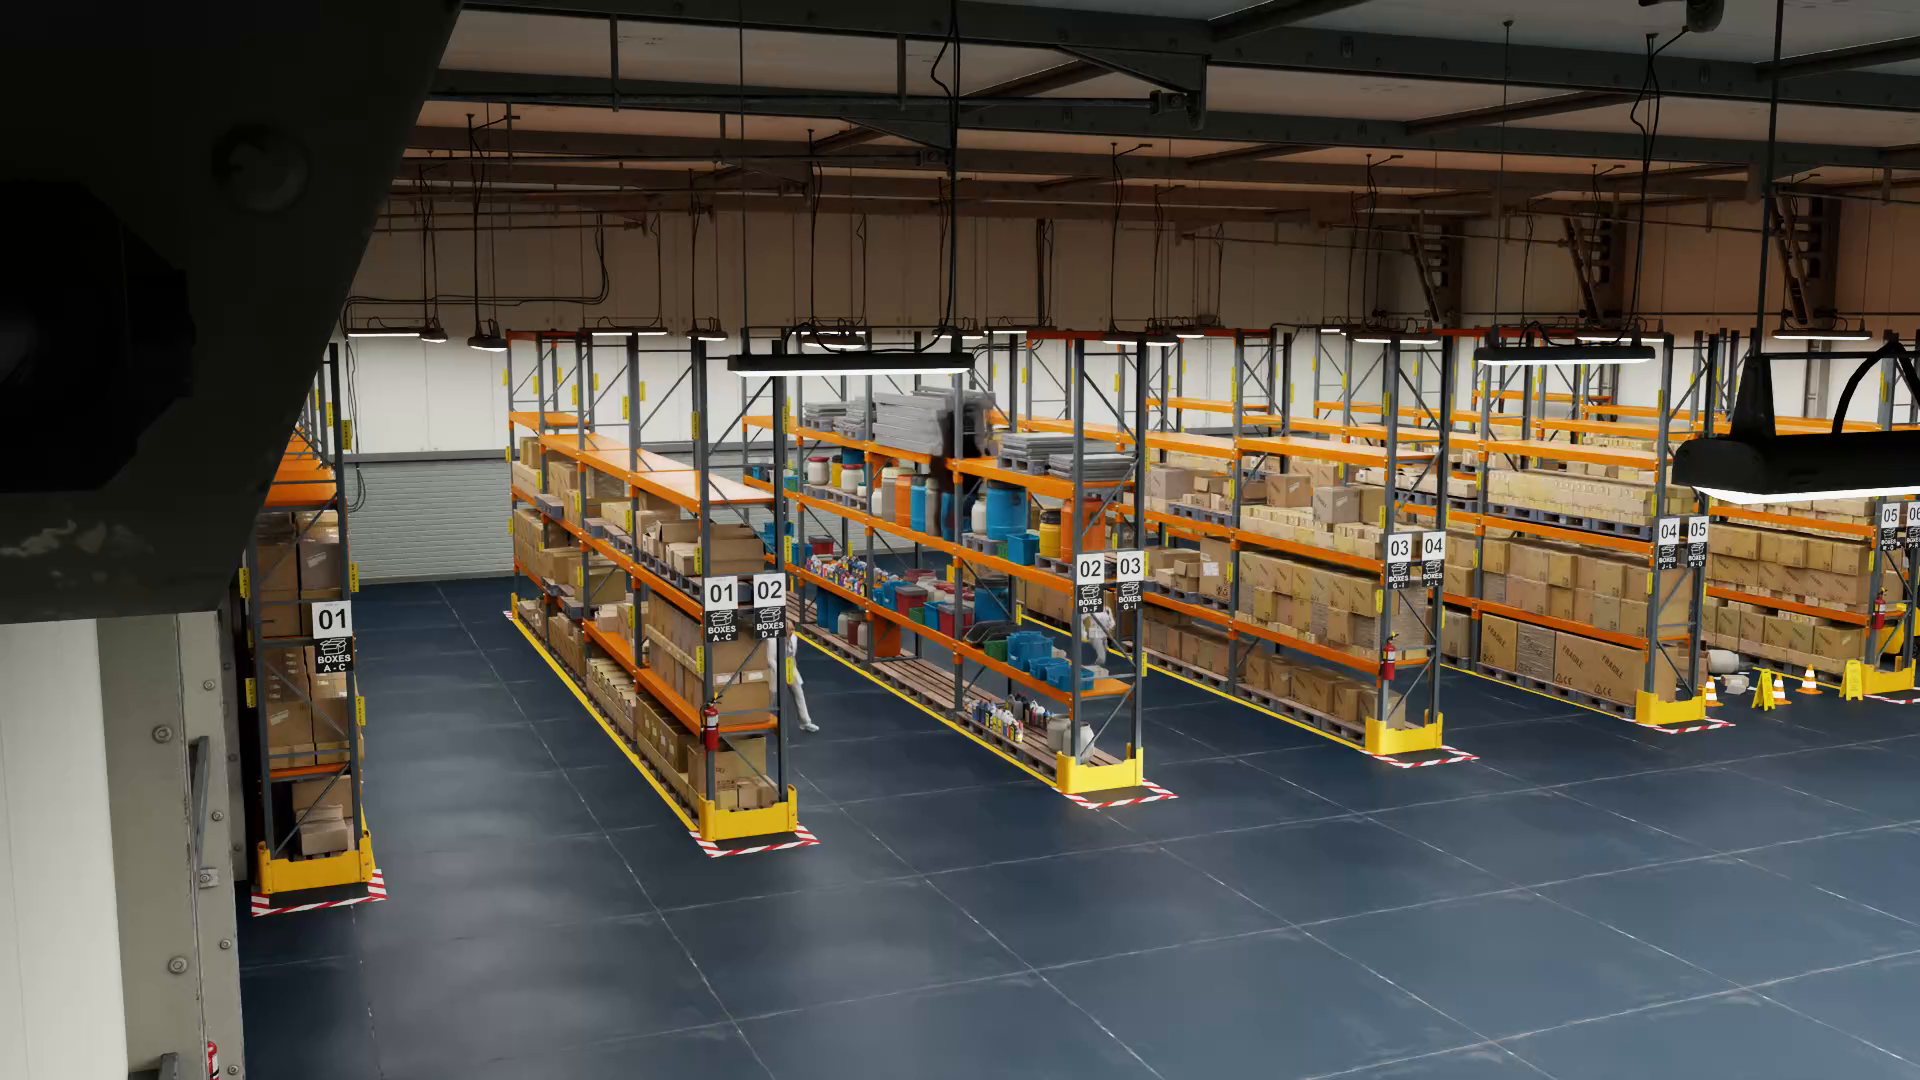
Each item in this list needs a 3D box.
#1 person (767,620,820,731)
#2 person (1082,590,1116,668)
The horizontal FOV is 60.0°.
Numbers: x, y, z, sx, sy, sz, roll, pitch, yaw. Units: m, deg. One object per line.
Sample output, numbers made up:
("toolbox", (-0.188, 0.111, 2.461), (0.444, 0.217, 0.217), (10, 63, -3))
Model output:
("person", (-2.700, 2.083, 25.333), (0.629, 1.559, 1.196), (-5, 9, -35))
("person", (2.351, 1.614, 28.076), (0.541, 1.576, 0.672), (-5, 9, -33))
